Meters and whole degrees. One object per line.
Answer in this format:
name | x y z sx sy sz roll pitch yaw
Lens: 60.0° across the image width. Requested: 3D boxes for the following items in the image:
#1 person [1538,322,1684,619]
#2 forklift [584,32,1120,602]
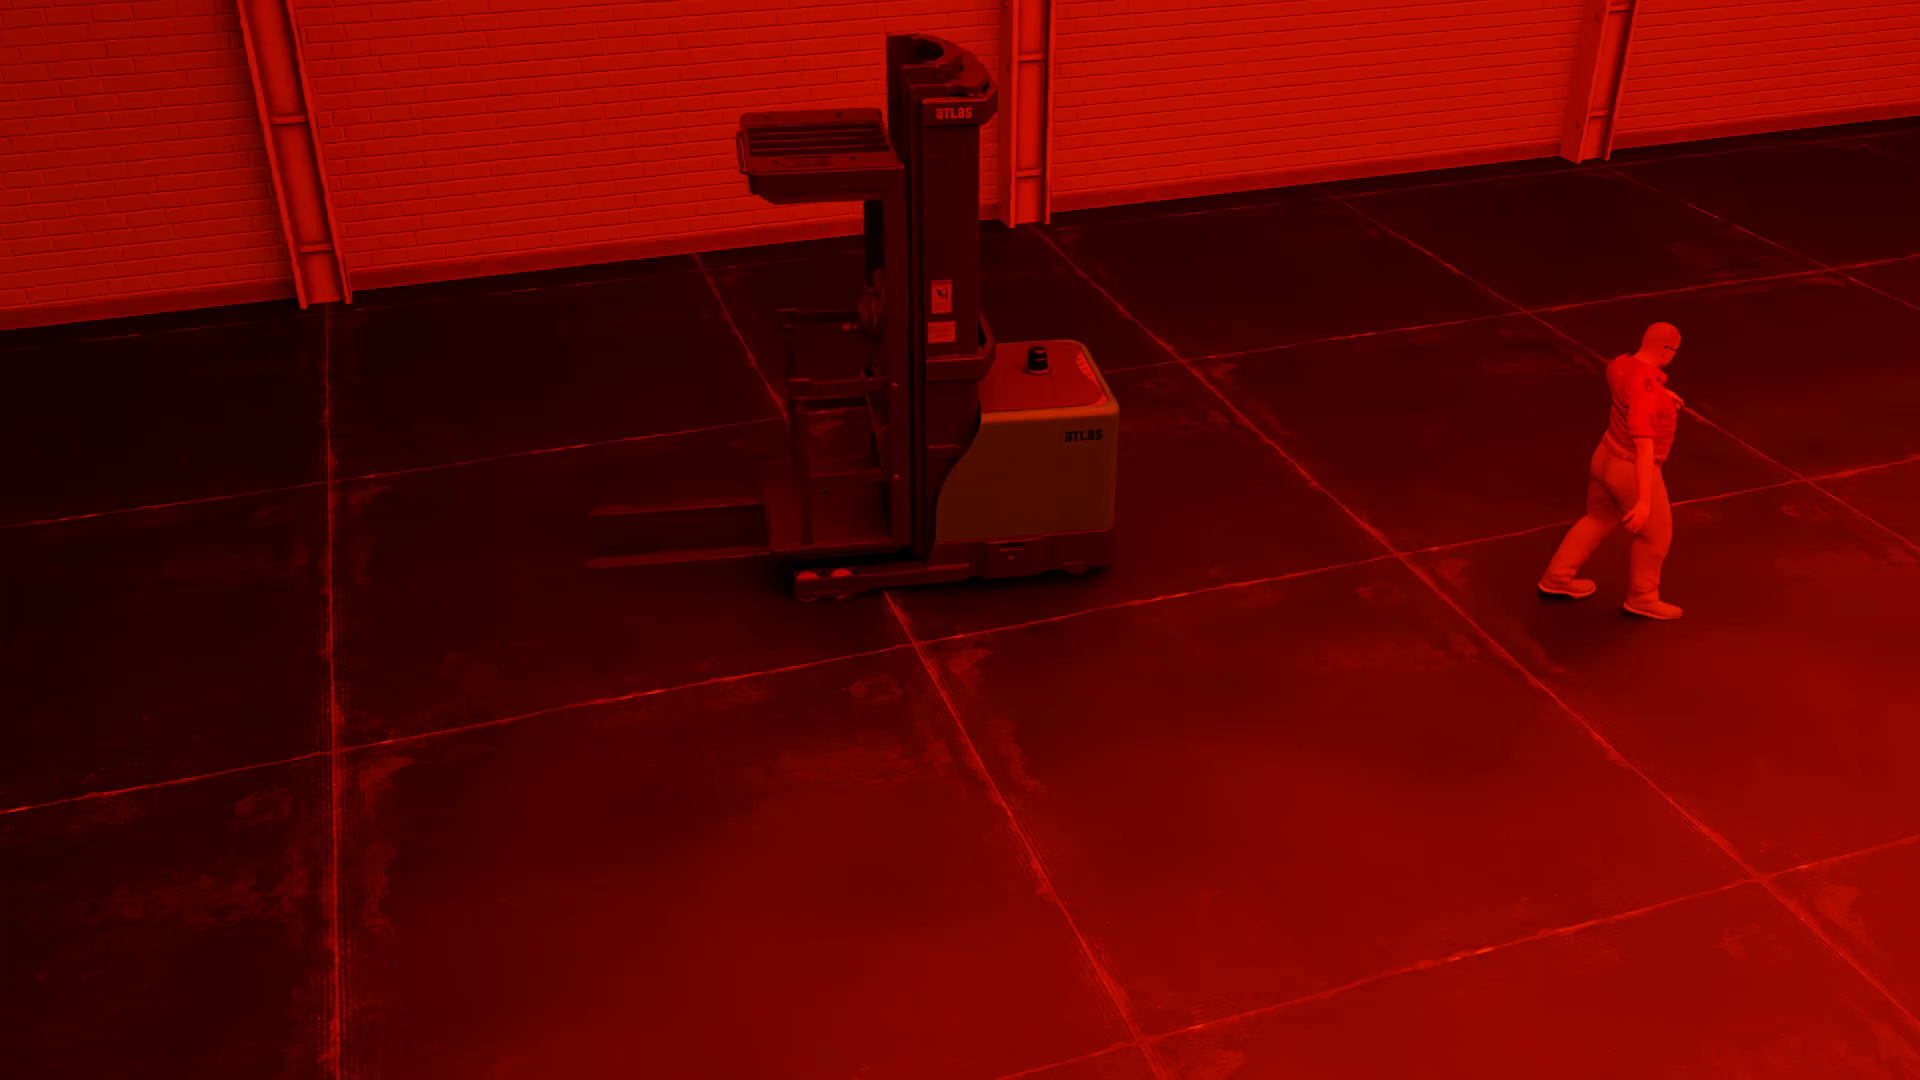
person | 3.682 -0.360 8.969 0.760 1.709 0.981 -2 30 -3
forklift | -0.663 -1.205 9.180 3.031 2.935 1.130 -4 30 -8
